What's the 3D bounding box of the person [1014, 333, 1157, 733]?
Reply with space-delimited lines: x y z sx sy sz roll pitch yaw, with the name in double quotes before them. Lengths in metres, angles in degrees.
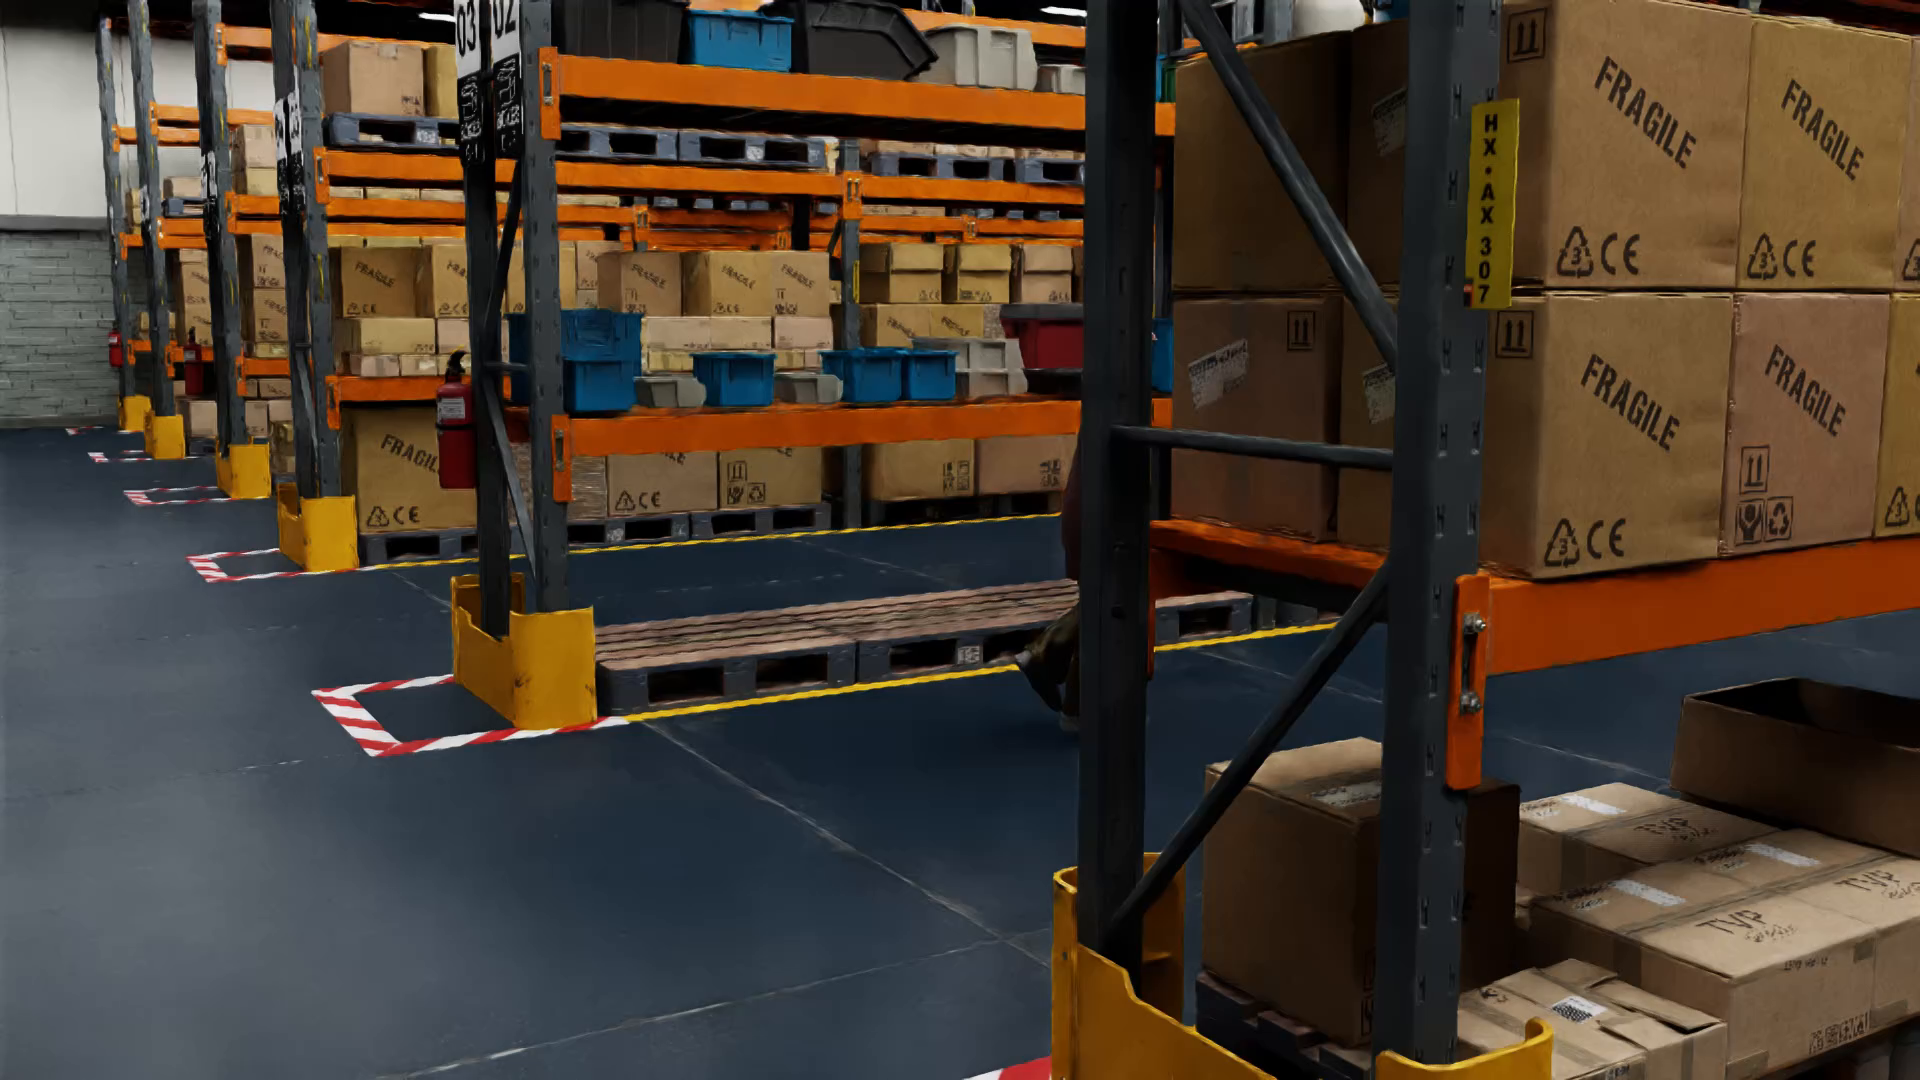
"person" 0.506 -0.080 6.749 0.576 1.769 0.648 0 8 3
